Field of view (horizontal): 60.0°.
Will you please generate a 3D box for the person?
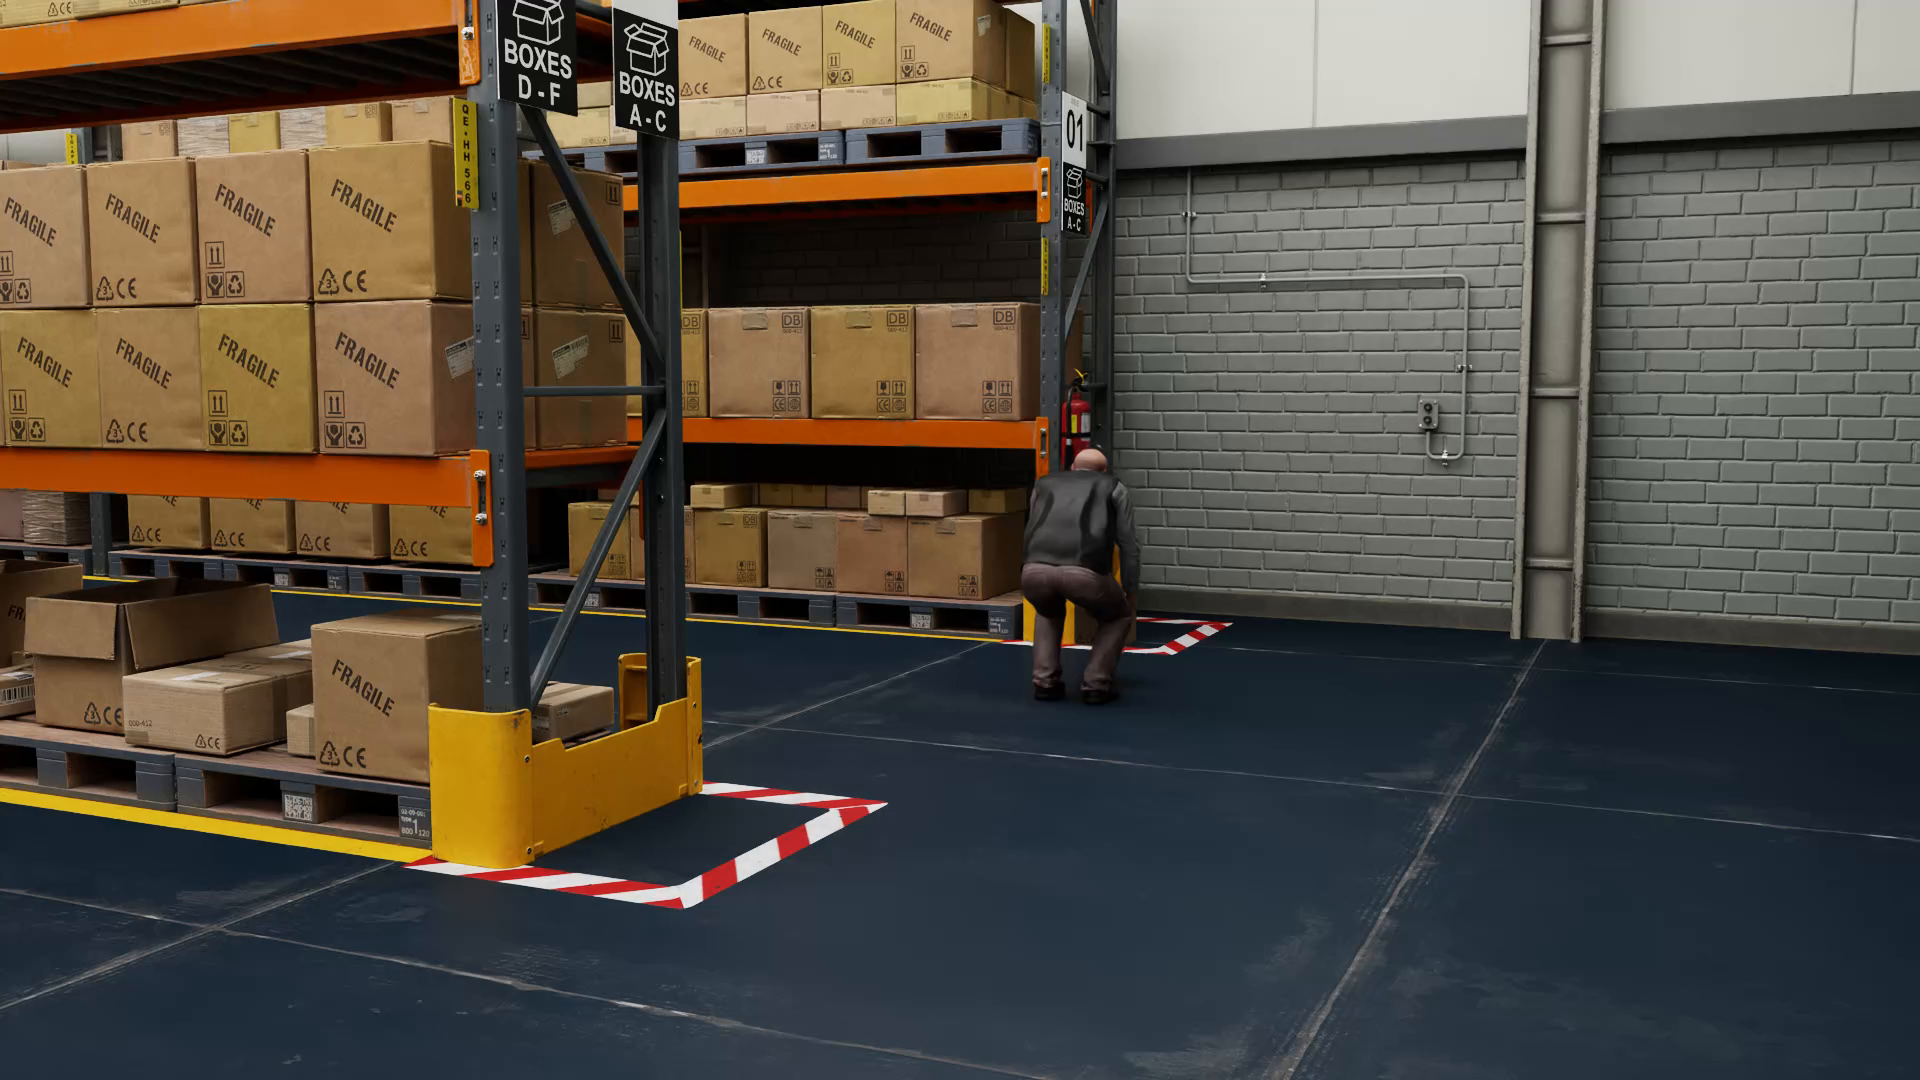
[{"bbox_3d":[0.550,0.166,8.139,0.579,1.205,0.798,2,6,24],"label":"person"}]
